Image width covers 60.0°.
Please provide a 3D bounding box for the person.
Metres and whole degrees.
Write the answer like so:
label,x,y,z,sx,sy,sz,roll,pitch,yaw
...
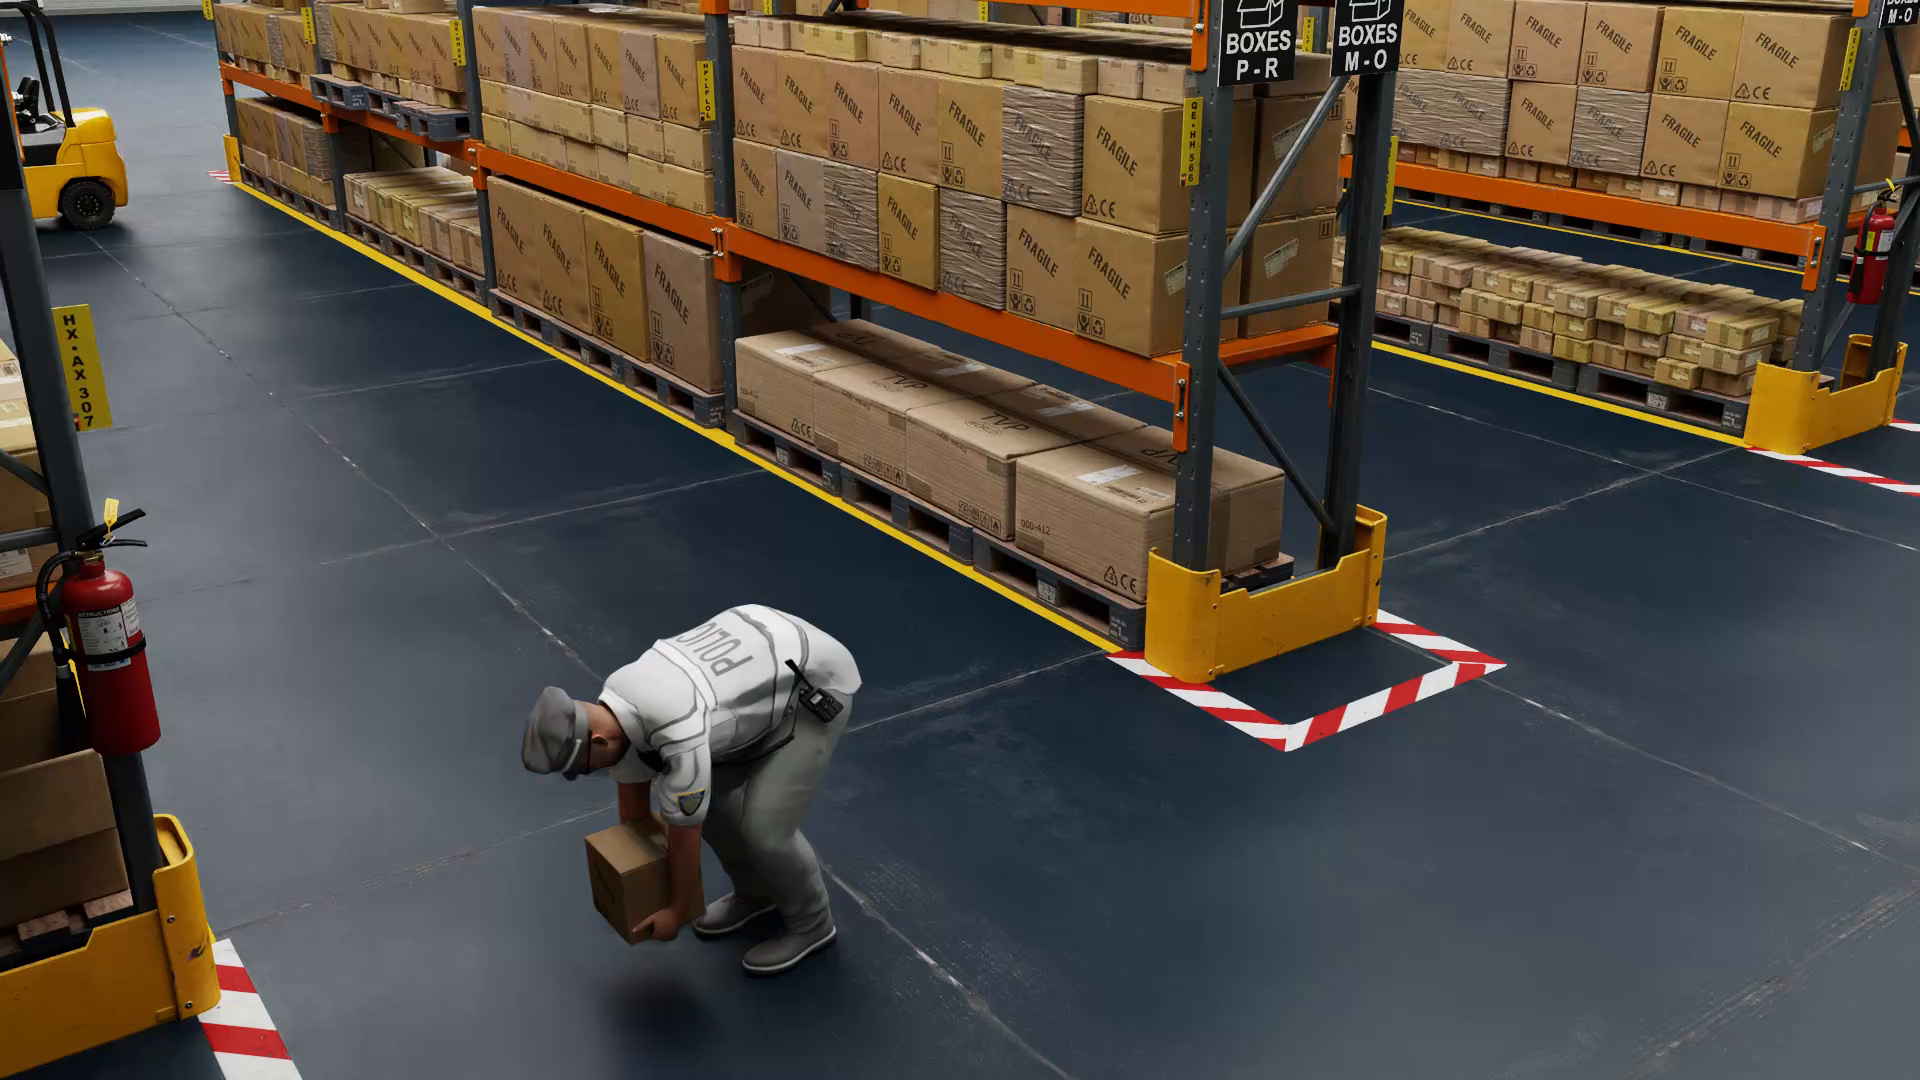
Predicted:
label,x,y,z,sx,sy,sz,roll,pitch,yaw
person,-0.778,0.788,4.960,1.045,1.091,0.501,-16,26,-35
